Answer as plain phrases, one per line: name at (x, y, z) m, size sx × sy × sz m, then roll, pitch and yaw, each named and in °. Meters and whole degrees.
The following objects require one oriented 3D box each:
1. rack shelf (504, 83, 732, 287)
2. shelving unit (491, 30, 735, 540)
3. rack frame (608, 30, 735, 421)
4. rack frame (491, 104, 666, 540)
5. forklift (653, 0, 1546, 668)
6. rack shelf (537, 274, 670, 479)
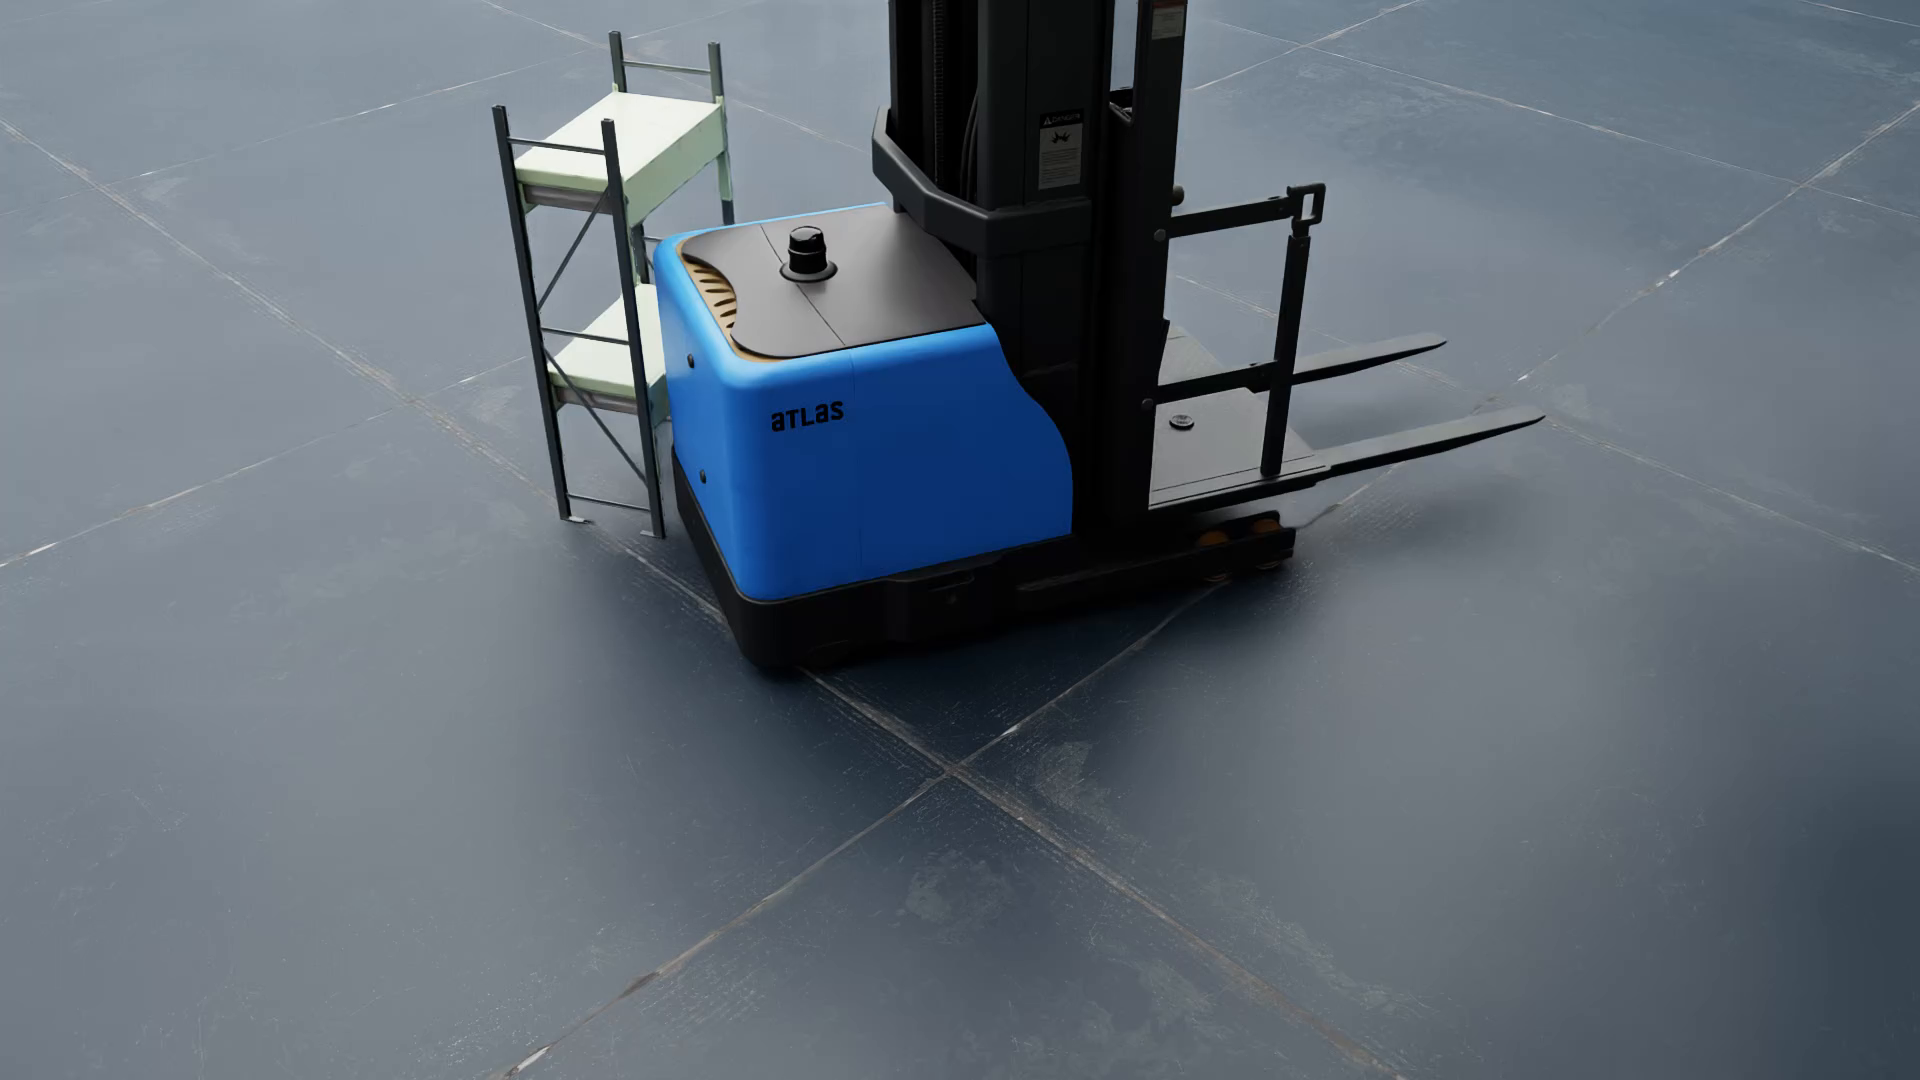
rack shelf at (-1.099, -1.176, 5.442) m, size 0.431 × 0.370 × 0.720 m, roll 11°, pitch 36°, yaw 15°
shelving unit at (-1.099, -0.856, 5.666) m, size 0.431 × 1.500 × 0.755 m, roll 11°, pitch 36°, yaw 15°
rack frame at (-0.984, -1.054, 5.951) m, size 0.400 × 1.500 × 0.023 m, roll 11°, pitch 36°, yaw 15°
rack frame at (-1.214, -0.657, 5.381) m, size 0.400 × 1.500 × 0.023 m, roll 11°, pitch 36°, yaw 15°
forklift at (0.587, -1.333, 5.099) m, size 3.031 × 2.935 × 1.130 m, roll -13°, pitch 37°, yaw -17°
rack shelf at (-1.099, -0.588, 5.852) m, size 0.431 × 0.370 × 0.720 m, roll 11°, pitch 36°, yaw 15°
